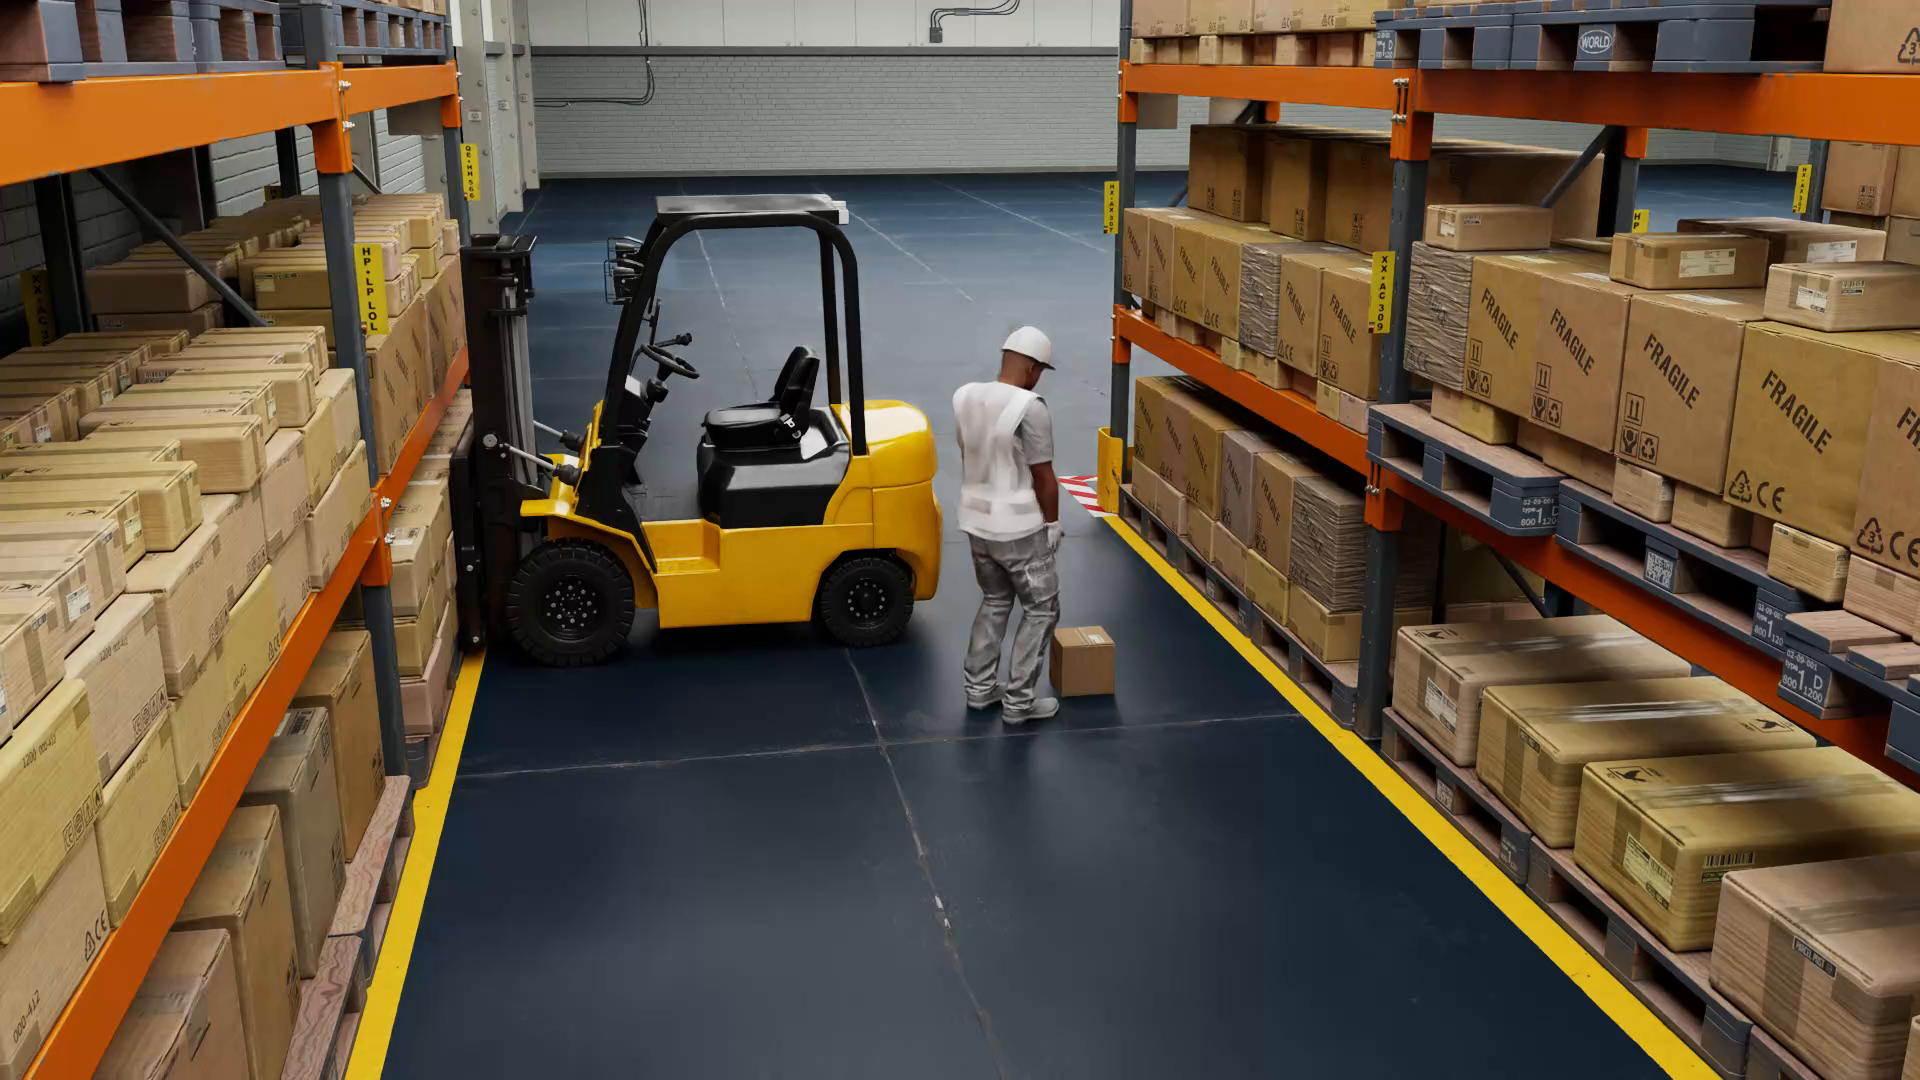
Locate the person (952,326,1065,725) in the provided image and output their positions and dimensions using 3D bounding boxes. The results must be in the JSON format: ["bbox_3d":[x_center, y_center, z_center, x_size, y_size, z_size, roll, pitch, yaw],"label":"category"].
[{"bbox_3d":[0.219,-0.071,7.339,0.458,1.732,0.573,-13,20,-37],"label":"person"}]
